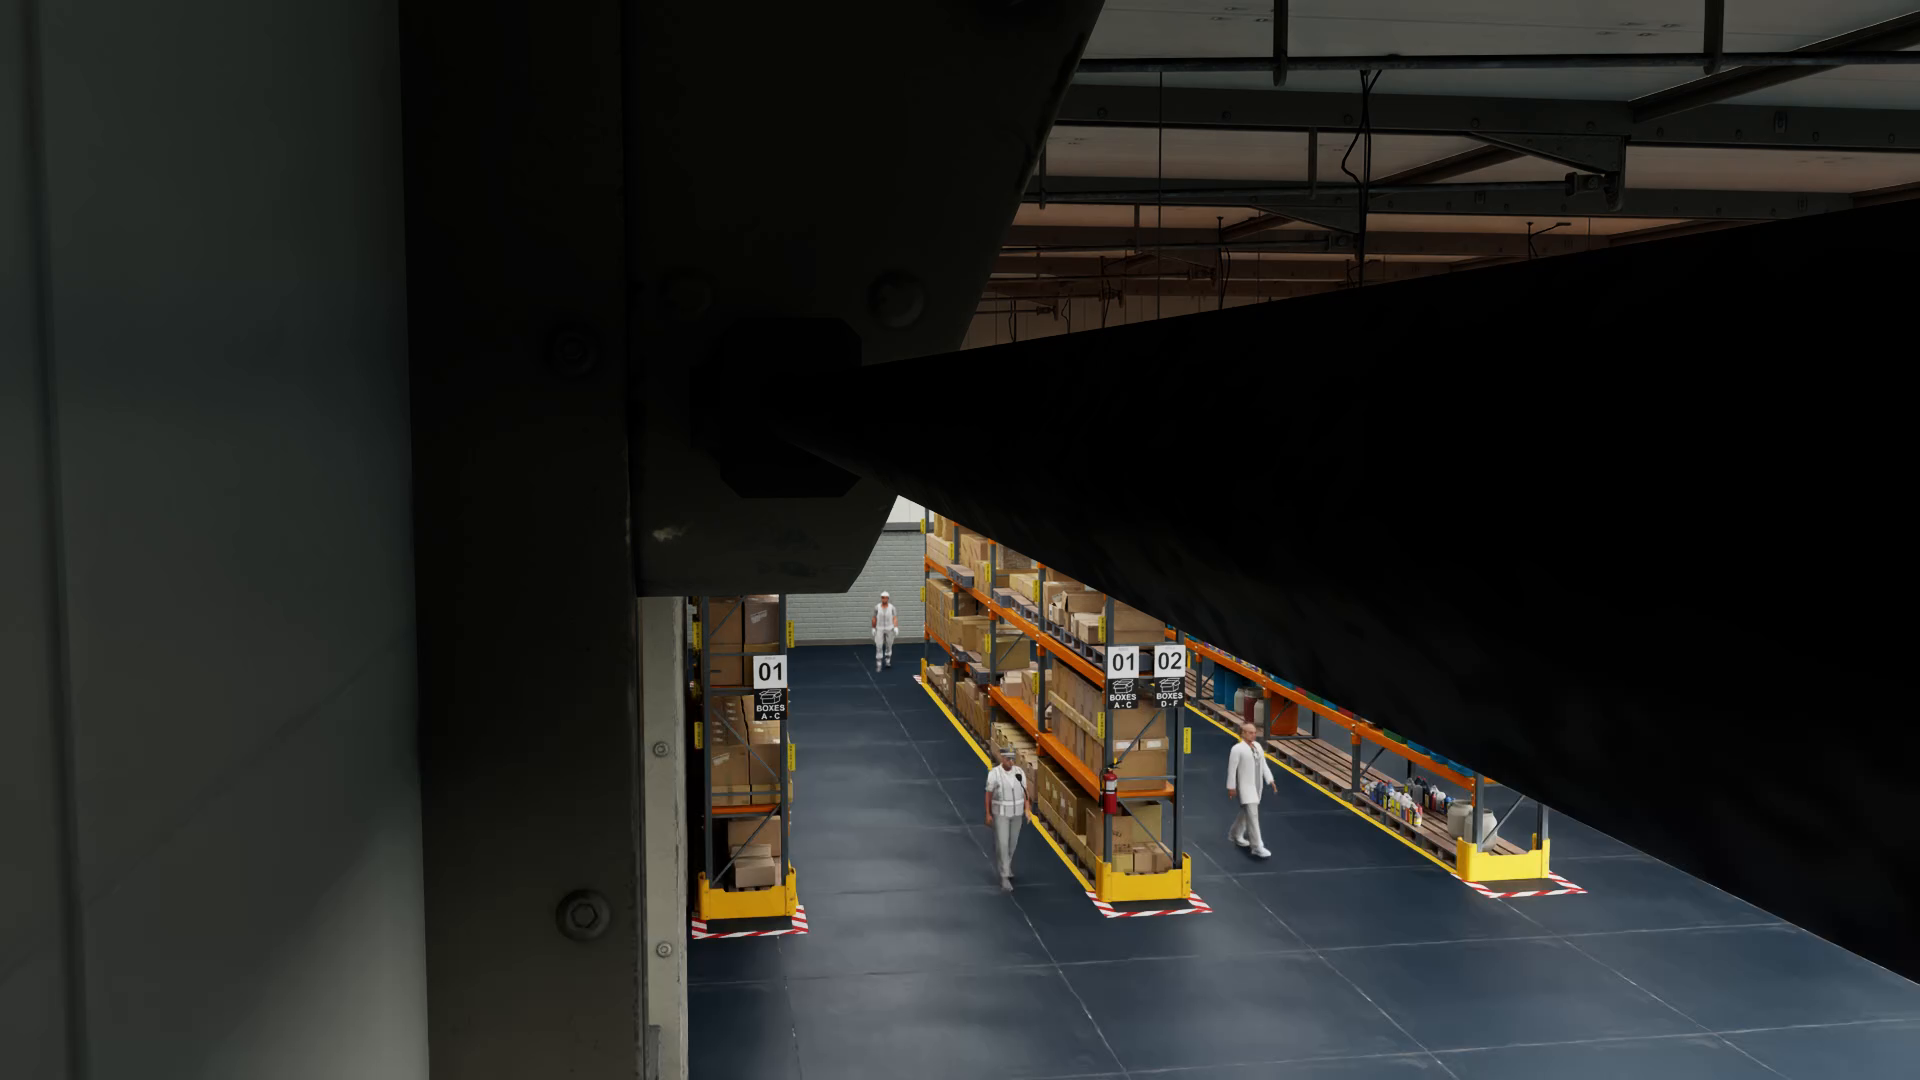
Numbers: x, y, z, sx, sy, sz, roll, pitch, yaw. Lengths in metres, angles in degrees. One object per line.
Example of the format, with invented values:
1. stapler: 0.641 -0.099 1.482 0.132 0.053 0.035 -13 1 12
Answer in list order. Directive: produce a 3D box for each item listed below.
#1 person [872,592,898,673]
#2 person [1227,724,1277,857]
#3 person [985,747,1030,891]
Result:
1. person: -1.720 2.094 38.149 0.628 1.791 0.904 0 5 1
2. person: 4.059 3.423 22.964 0.585 1.746 0.975 -4 7 -42
3. person: 0.657 3.559 21.512 0.561 1.755 0.781 -3 6 -27
